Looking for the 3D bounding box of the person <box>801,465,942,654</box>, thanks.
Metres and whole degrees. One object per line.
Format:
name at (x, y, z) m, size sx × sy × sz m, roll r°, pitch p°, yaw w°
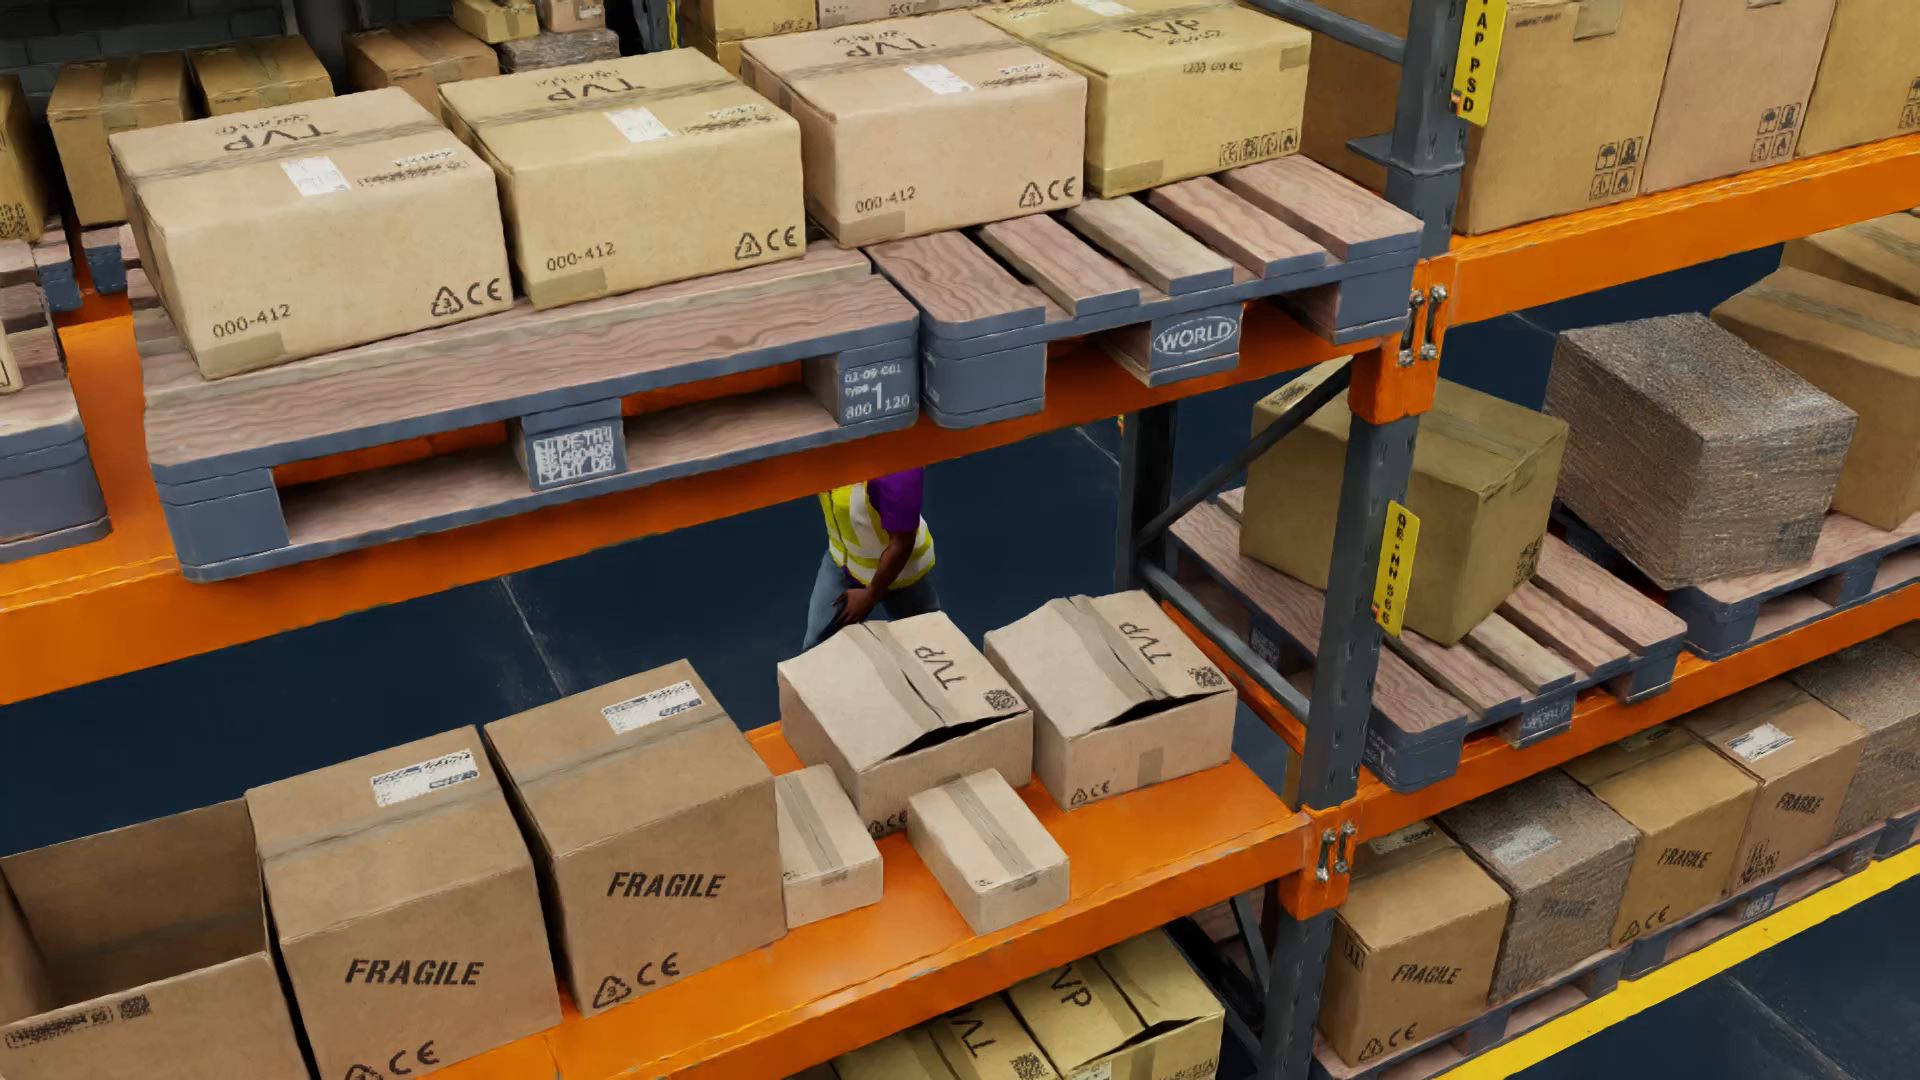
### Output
person at (-0.355, 0.079, 5.991) m, size 1.041 × 1.707 × 0.584 m, roll -24°, pitch 40°, yaw -32°
